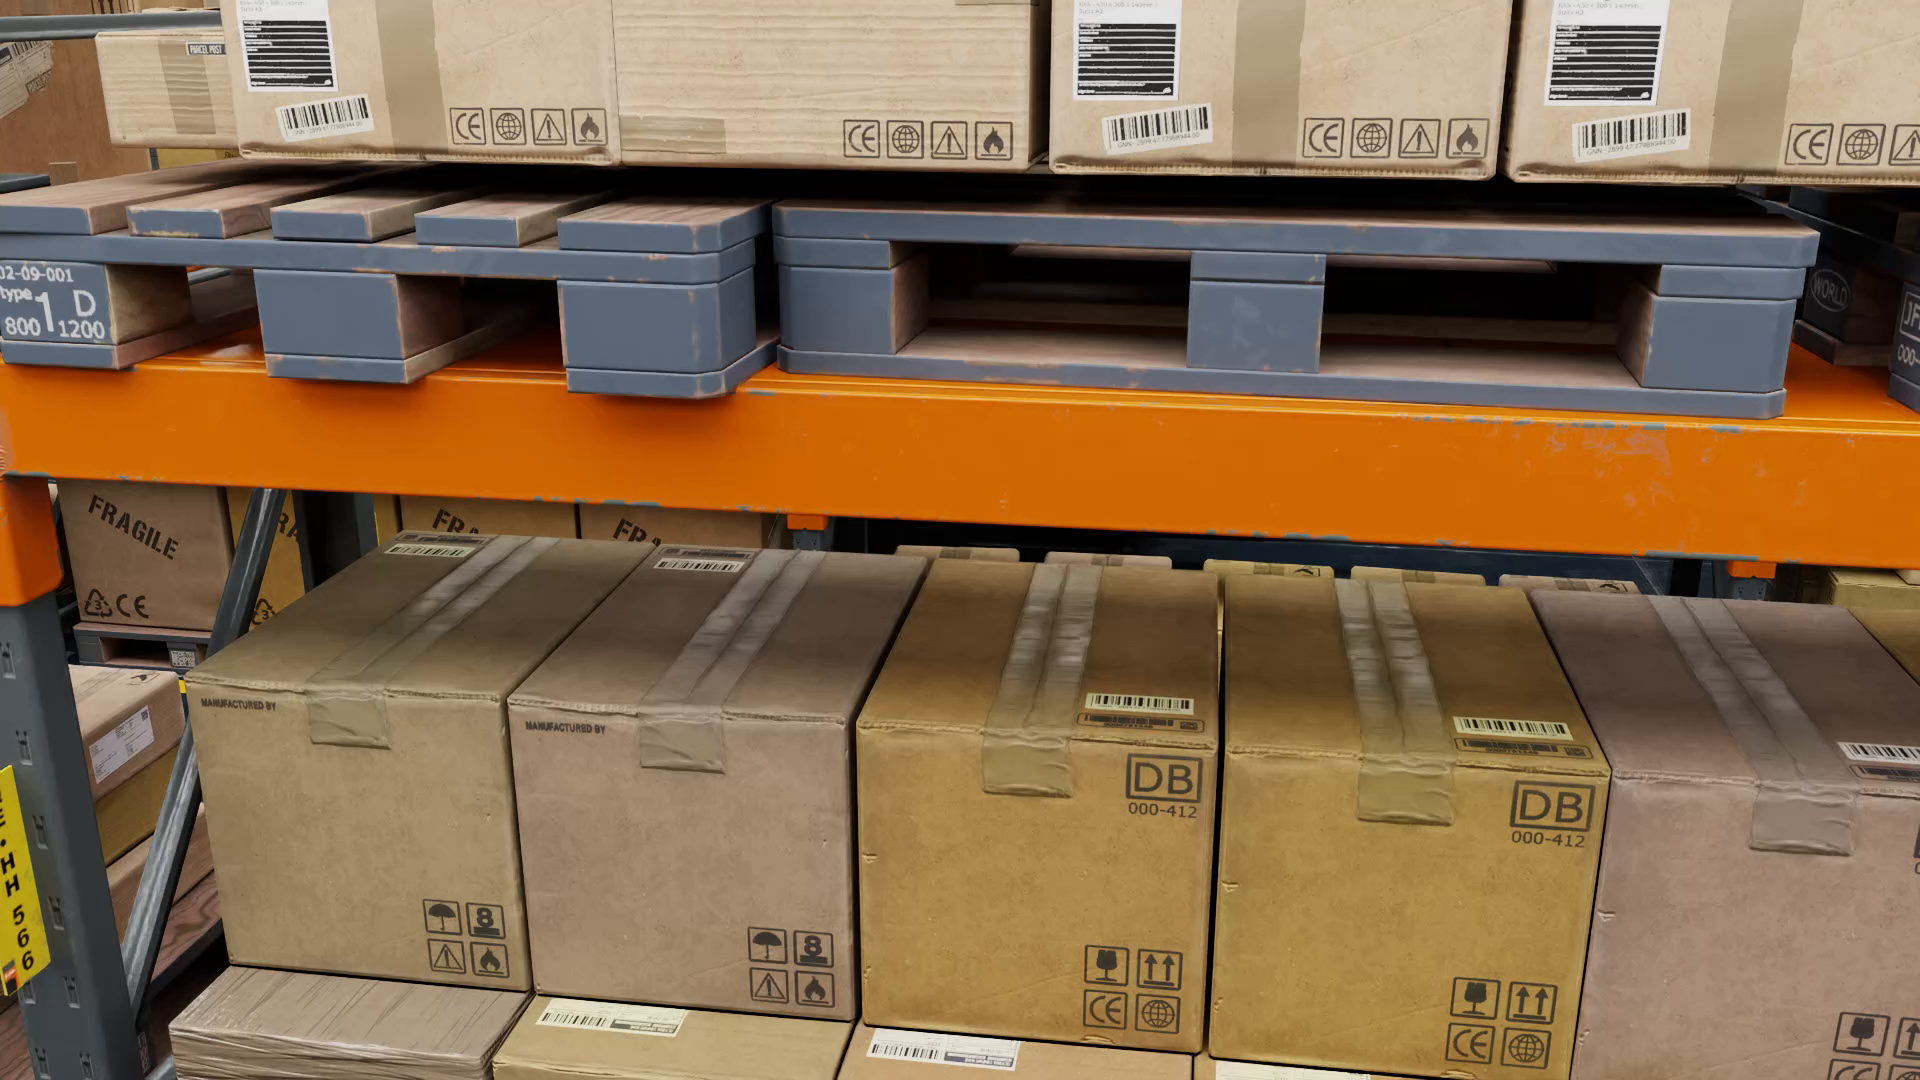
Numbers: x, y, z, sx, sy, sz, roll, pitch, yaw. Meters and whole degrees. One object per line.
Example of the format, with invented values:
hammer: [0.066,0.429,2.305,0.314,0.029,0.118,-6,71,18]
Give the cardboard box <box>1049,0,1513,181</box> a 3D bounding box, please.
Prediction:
cardboard box: [0.385,-0.637,2.073,0.500,0.311,0.500,3,19,8]

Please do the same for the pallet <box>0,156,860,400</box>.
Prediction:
pallet: [-0.652,-0.484,2.592,1.003,0.211,1.213,4,19,11]

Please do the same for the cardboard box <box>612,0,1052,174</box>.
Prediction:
cardboard box: [-0.122,-0.634,2.160,0.500,0.250,0.500,3,19,10]

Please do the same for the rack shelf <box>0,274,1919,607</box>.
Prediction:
rack shelf: [0.678,-0.147,2.422,4.000,0.370,1.077,3,19,9]

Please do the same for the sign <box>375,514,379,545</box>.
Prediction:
sign: [-1.212,0.110,3.421,0.005,0.325,0.100,3,19,9]

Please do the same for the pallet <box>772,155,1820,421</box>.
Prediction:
pallet: [0.452,-0.428,2.426,1.213,0.211,1.003,4,19,11]

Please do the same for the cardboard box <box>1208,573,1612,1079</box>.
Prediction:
cardboard box: [0.656,0.413,2.607,0.500,0.500,0.700,3,19,8]

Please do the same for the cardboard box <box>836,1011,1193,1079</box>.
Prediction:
cardboard box: [0.104,0.943,2.598,0.500,0.500,0.500,3,19,9]

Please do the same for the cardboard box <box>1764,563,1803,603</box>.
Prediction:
cardboard box: [3.965,0.174,7.546,0.500,0.500,0.500,3,19,8]

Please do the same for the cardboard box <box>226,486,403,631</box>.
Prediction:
cardboard box: [-3.042,-0.066,8.460,0.875,0.875,0.875,3,19,10]

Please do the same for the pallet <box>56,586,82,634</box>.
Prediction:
pallet: [-5.299,0.336,8.967,1.213,0.211,1.003,3,19,9]

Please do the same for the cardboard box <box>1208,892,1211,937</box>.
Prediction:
cardboard box: [0.683,0.800,3.028,0.500,0.500,0.500,3,19,10]

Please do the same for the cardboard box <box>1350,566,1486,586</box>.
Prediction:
cardboard box: [2.110,0.465,7.665,0.625,0.372,0.950,4,19,12]

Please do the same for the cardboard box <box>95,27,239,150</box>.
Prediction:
cardboard box: [-0.992,-0.650,2.366,0.250,0.149,0.380,2,19,6]

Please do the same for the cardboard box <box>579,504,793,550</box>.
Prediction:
cardboard box: [-1.280,0.025,8.187,0.875,0.875,0.875,3,19,8]

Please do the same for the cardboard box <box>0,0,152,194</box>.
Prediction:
cardboard box: [-1.818,-0.749,2.928,0.500,0.500,0.500,3,19,9]

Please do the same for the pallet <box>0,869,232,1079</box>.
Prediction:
pallet: [-2.017,0.922,3.123,1.003,0.211,1.213,3,19,9]

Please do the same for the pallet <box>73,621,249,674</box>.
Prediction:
pallet: [-3.787,0.414,8.733,1.213,0.211,1.003,3,19,9]

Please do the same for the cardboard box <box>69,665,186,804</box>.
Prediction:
cardboard box: [-1.726,0.387,3.215,0.250,0.149,0.380,3,19,9]

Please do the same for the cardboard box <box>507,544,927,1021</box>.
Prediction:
cardboard box: [-0.355,0.363,2.759,0.500,0.500,0.700,3,19,8]

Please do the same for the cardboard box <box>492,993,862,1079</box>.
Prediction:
cardboard box: [-0.394,0.918,2.675,0.500,0.500,0.500,3,19,8]

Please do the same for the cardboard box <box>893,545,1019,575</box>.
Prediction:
cardboard box: [-0.055,0.356,7.991,0.625,0.372,0.950,2,19,5]

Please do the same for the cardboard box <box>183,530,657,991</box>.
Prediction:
cardboard box: [-0.855,0.338,2.833,0.500,0.500,0.700,3,19,8]

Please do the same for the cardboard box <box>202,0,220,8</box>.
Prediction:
cardboard box: [-3.657,-2.525,7.872,0.500,0.311,0.500,3,19,9]

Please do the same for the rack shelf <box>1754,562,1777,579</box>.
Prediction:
rack shelf: [5.313,-0.079,6.946,4.000,0.370,1.077,3,19,9]

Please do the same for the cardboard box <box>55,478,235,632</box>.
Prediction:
cardboard box: [-3.936,-0.109,8.589,0.875,0.875,0.875,4,19,10]

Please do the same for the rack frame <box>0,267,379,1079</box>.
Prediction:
rack frame: [-1.296,0.833,3.085,0.127,3.000,1.000,3,19,9]

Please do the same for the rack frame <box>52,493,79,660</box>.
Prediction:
rack frame: [-4.560,-0.924,8.336,0.127,3.000,1.000,3,19,9]

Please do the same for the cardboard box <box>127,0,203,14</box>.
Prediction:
cardboard box: [-3.736,-2.458,7.374,0.500,0.500,0.500,3,19,8]

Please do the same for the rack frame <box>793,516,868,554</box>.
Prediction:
rack frame: [-0.611,-0.722,7.735,0.127,3.000,1.000,3,19,9]

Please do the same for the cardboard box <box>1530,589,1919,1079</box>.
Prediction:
cardboard box: [1.155,0.439,2.530,0.500,0.500,0.700,3,19,9]

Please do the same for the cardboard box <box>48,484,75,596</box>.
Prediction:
cardboard box: [-5.163,0.027,8.871,0.875,0.438,0.875,3,19,8]

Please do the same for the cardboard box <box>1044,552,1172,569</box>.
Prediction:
cardboard box: [0.675,0.391,7.887,0.625,0.372,0.950,3,19,8]

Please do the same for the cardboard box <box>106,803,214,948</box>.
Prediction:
cardboard box: [-1.706,0.668,3.314,0.250,0.149,0.380,3,19,8]

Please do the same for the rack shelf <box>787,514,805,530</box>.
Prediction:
rack shelf: [-2.586,-0.482,8.150,4.000,0.370,1.077,3,19,9]

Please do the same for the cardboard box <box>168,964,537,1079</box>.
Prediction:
cardboard box: [-0.896,0.893,2.749,0.500,0.500,0.500,3,19,9]

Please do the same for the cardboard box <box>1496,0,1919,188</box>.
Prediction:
cardboard box: [0.887,-0.611,1.996,0.500,0.311,0.500,2,19,7]

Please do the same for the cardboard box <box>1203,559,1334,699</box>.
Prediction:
cardboard box: [1.423,0.431,7.768,0.625,0.372,0.950,4,19,10]

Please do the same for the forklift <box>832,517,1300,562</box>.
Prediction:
forklift: [0.742,-1.362,9.754,3.031,2.935,1.130,2,19,6]

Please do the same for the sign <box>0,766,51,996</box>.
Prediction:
sign: [-1.373,0.492,2.404,0.005,0.325,0.100,3,19,9]

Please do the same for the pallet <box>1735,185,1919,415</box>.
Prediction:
pallet: [1.740,-0.328,2.129,1.217,0.209,0.805,2,19,6]

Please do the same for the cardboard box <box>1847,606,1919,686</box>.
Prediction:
cardboard box: [1.654,0.465,2.453,0.500,0.500,0.700,3,19,8]

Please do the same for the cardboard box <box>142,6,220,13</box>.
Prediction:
cardboard box: [-3.367,-2.261,7.313,0.250,0.166,0.380,2,19,5]

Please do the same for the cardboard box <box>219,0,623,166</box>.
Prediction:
cardboard box: [-0.617,-0.688,2.226,0.500,0.311,0.500,3,19,9]

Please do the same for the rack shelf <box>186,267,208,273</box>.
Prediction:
rack shelf: [-3.271,-0.349,3.024,4.000,0.370,1.077,3,19,9]

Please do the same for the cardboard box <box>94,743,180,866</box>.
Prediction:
cardboard box: [-1.742,0.525,3.271,0.250,0.149,0.380,4,19,11]

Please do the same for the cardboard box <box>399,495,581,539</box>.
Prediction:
cardboard box: [-2.160,-0.021,8.325,0.875,0.875,0.875,3,19,9]

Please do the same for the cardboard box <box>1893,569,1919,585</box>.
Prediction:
cardboard box: [3.992,0.060,6.864,0.250,0.149,0.380,3,19,9]

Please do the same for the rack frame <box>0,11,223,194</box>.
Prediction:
rack frame: [-1.296,-2.011,2.133,0.127,3.000,1.000,3,19,9]

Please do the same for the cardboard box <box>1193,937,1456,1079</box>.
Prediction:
cardboard box: [0.596,0.969,2.521,0.500,0.500,0.500,3,19,8]

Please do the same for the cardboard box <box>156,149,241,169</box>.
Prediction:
cardboard box: [-5.840,-2.923,12.898,0.500,0.500,0.500,3,19,10]

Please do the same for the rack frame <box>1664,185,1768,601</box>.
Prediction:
rack frame: [3.338,-0.521,7.133,0.127,3.000,1.000,3,19,9]

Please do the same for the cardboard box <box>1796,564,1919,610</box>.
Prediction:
cardboard box: [3.878,0.342,7.042,0.500,0.500,0.500,4,19,11]

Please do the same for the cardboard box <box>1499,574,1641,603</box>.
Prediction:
cardboard box: [2.820,0.500,7.560,0.625,0.372,0.950,3,19,9]

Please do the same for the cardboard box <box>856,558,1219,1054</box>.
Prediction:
cardboard box: [0.152,0.388,2.683,0.500,0.500,0.700,3,19,8]

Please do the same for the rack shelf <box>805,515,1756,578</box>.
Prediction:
rack shelf: [1.364,-0.281,7.548,4.000,0.370,1.077,3,19,9]
